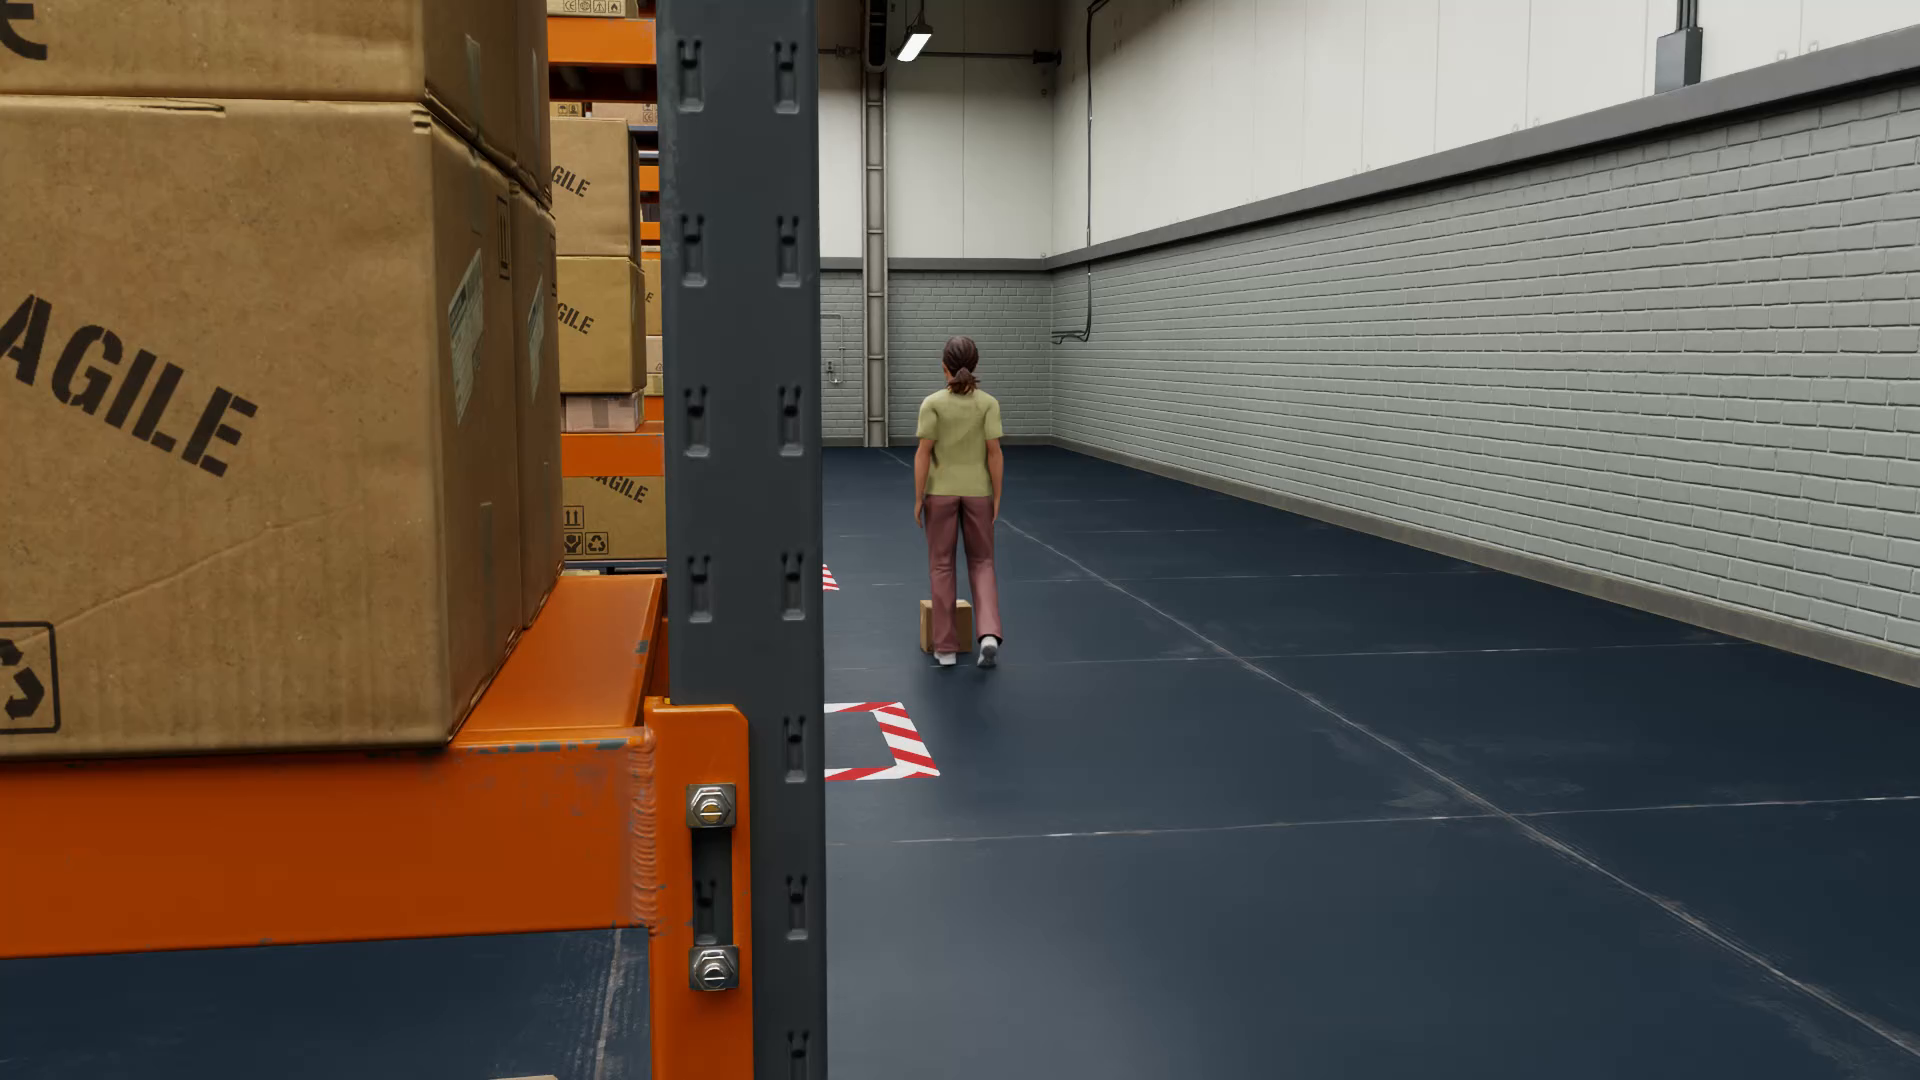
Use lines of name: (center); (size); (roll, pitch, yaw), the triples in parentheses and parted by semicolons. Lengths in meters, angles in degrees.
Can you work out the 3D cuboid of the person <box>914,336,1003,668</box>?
person: (-0.014, -0.176, 8.439); (0.449, 1.702, 0.525); (-1, 7, -8)
